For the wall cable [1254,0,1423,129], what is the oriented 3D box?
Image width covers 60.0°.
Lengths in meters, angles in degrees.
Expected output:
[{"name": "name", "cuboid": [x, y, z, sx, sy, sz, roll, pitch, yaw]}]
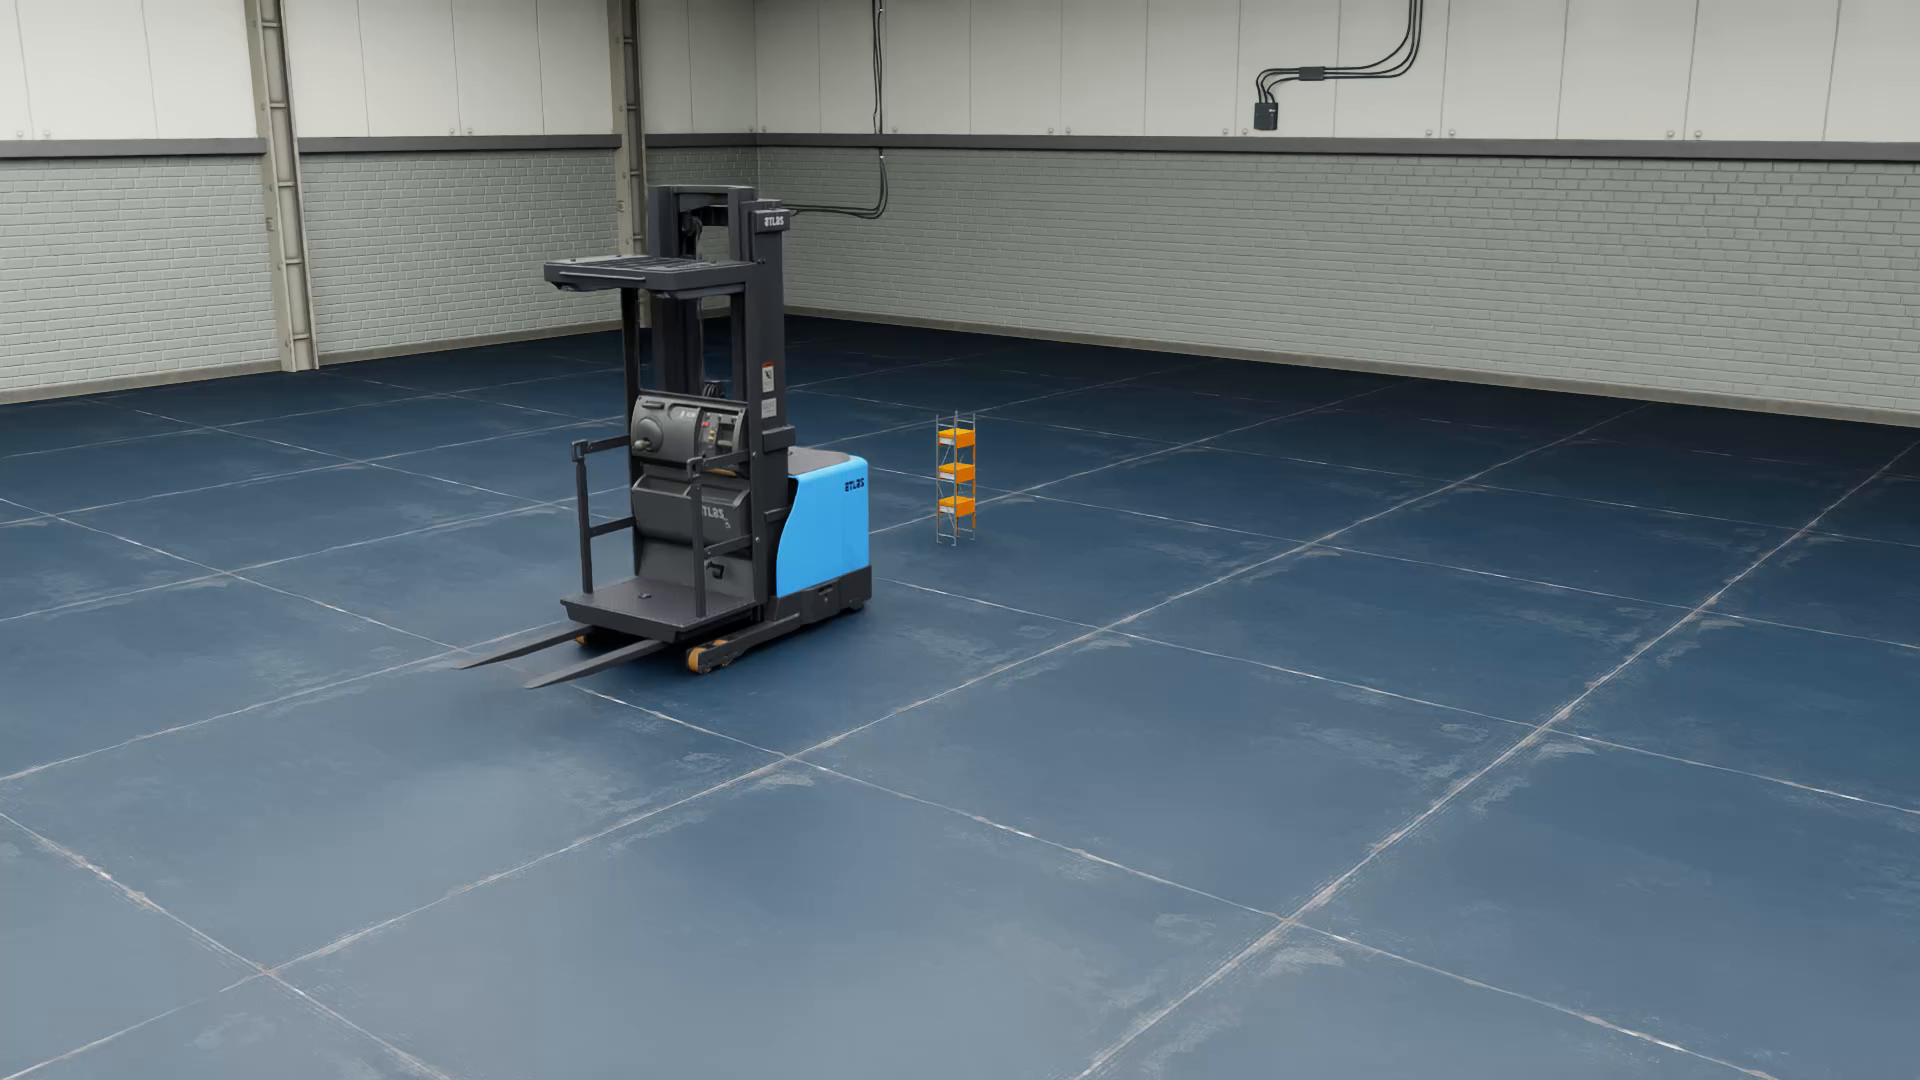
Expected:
[{"name": "wall cable", "cuboid": [4.959, -8.389, 21.464, 2.305, 6.003, 0.169, 11, 18, 38]}]

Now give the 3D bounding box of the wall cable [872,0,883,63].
[{"name": "wall cable", "cuboid": [-0.311, -8.737, 25.790, 3.097, 2.526, 0.112, 11, 18, 38]}]

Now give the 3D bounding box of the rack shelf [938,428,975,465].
[{"name": "rack shelf", "cuboid": [-0.034, -0.763, 13.386, 0.215, 0.259, 0.240, 11, 18, 38]}]

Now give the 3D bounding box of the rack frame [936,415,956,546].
[{"name": "rack frame", "cuboid": [-0.110, -0.475, 13.361, 0.200, 1.050, 0.008, 11, 18, 38]}]

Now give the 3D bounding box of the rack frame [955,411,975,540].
[{"name": "rack frame", "cuboid": [0.043, -0.522, 13.545, 0.200, 1.050, 0.008, 11, 18, 38]}]

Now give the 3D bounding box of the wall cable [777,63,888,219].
[{"name": "wall cable", "cuboid": [-2.415, -6.708, 28.060, 3.097, 2.526, 0.112, 11, 18, 38]}]

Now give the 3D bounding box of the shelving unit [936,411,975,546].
[{"name": "shelving unit", "cuboid": [-0.034, -0.499, 13.453, 0.215, 1.050, 0.252, 11, 18, 38]}]

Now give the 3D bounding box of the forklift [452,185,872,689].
[{"name": "forklift", "cuboid": [-1.865, -0.719, 10.500, 1.130, 2.935, 3.031, 9, 17, 33]}]

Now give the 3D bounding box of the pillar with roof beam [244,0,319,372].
[{"name": "pillar with roof beam", "cuboid": [-5.717, -6.039, 19.117, 9.100, 9.000, 0.400, 11, 18, 38]}]

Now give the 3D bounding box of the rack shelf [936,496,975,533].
[{"name": "rack shelf", "cuboid": [-0.034, -0.219, 13.524, 0.215, 0.259, 0.240, 11, 18, 38]}]

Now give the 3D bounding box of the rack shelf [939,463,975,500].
[{"name": "rack shelf", "cuboid": [-0.034, -0.488, 13.456, 0.215, 0.259, 0.240, 11, 18, 38]}]

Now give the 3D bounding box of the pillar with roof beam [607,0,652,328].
[{"name": "pillar with roof beam", "cuboid": [-1.946, -7.188, 23.640, 9.100, 9.000, 0.400, 11, 18, 38]}]
